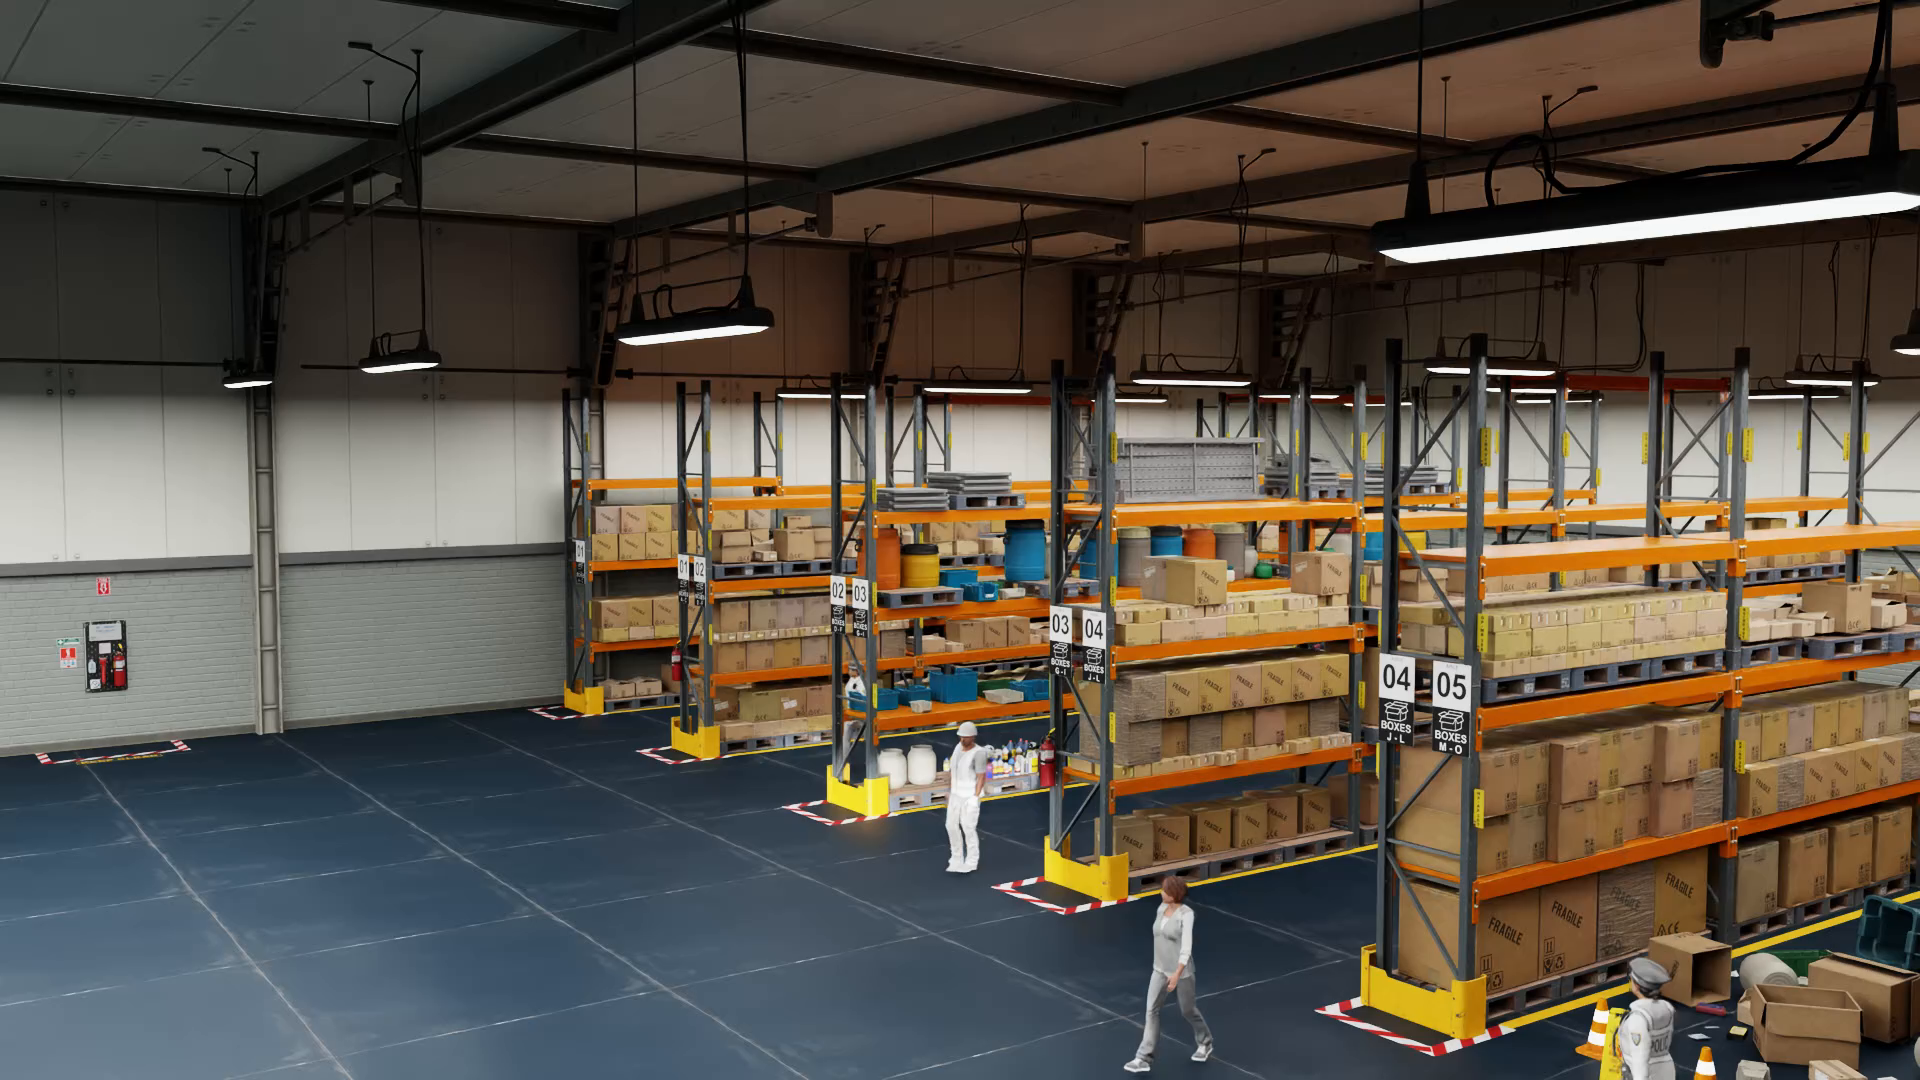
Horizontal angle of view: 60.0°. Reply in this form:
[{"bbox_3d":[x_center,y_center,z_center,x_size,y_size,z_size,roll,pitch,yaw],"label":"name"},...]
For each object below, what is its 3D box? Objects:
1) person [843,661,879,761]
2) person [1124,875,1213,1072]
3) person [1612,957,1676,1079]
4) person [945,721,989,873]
[{"bbox_3d":[-1.622,2.680,25.619,0.889,1.631,0.514,-3,5,-42],"label":"person"},{"bbox_3d":[1.706,3.503,13.474,0.893,1.553,0.448,-3,5,-39],"label":"person"},{"bbox_3d":[4.641,3.627,11.112,0.529,1.626,1.014,-2,4,-29],"label":"person"},{"bbox_3d":[0.063,3.057,19.539,0.392,1.874,0.639,-3,5,-36],"label":"person"}]
